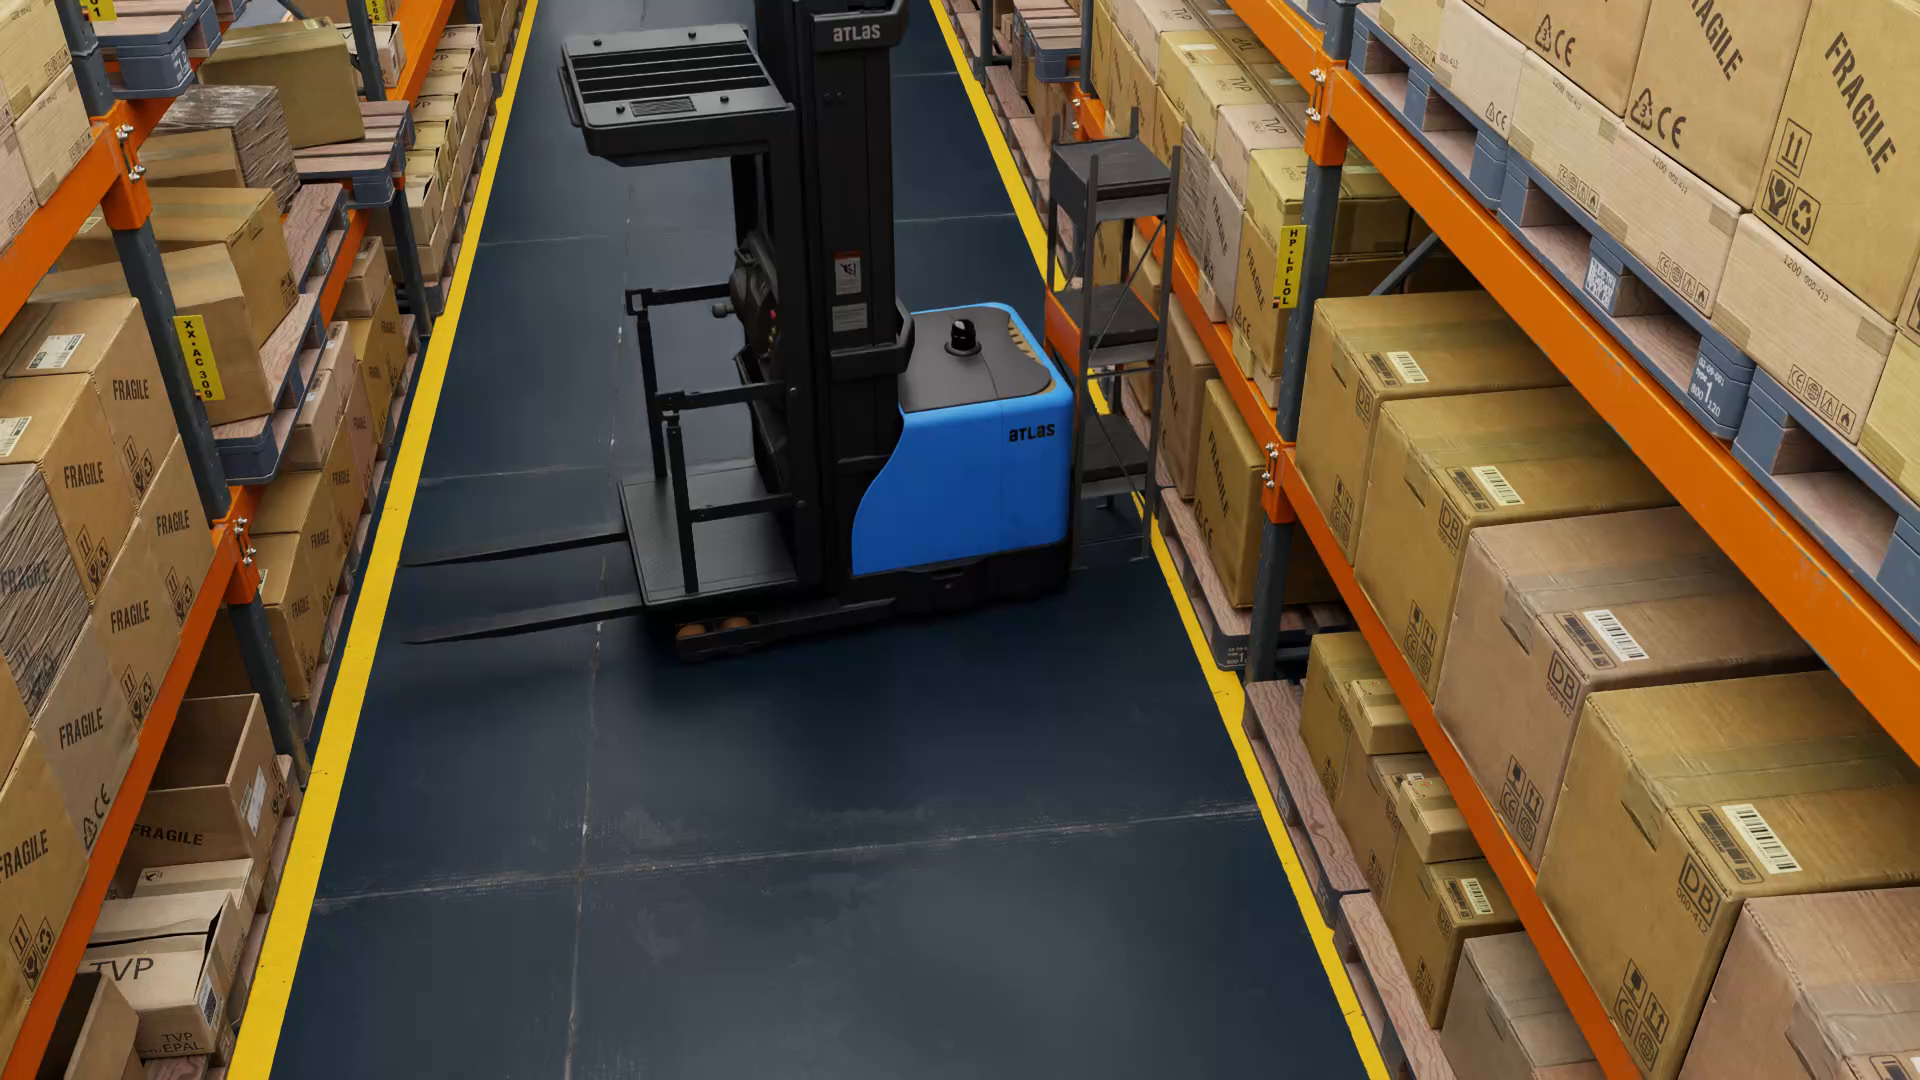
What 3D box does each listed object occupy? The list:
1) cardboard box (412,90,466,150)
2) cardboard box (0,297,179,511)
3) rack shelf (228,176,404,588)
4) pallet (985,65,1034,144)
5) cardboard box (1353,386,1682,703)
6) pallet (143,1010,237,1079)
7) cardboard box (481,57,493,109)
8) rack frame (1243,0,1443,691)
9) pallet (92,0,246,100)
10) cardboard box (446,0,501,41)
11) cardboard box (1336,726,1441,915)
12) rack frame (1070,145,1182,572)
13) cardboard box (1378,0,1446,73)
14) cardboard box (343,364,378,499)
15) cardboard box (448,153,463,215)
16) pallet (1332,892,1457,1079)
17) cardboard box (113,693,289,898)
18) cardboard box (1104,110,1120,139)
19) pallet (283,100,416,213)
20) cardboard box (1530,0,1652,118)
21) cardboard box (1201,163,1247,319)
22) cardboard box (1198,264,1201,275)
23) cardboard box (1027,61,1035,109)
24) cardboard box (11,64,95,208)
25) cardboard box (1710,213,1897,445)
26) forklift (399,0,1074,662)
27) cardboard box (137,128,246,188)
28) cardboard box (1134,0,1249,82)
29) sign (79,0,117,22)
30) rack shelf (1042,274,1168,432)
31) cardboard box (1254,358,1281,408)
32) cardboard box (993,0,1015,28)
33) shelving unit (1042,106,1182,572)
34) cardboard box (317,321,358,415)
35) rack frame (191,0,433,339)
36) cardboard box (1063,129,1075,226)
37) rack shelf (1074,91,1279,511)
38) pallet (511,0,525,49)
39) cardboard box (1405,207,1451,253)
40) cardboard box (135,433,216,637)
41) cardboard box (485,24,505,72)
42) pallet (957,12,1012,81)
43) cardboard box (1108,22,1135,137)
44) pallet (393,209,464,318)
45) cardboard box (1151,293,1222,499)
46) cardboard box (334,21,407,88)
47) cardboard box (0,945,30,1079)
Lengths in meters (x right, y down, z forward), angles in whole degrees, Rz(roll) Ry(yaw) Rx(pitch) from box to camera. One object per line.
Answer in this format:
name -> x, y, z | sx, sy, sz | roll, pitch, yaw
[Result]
cardboard box -> -3.695, -2.901, 11.415 | 0.500, 0.311, 0.500 | -5, 35, -7
cardboard box -> -2.838, -0.414, 5.217 | 0.500, 0.500, 0.500 | -4, 34, -6
rack shelf -> -3.432, -1.040, 7.752 | 1.077, 0.370, 4.000 | -4, 35, -6
pallet -> 0.776, -3.477, 13.164 | 1.003, 0.211, 1.213 | -4, 35, -6
cardboard box -> 1.895, -0.011, 5.337 | 0.980, 0.700, 0.700 | -5, 35, -8
pallet -> -2.904, 1.996, 5.133 | 1.003, 0.211, 1.213 | -4, 35, -6
cardboard box -> -3.896, -3.514, 12.811 | 0.500, 0.250, 0.500 | -5, 35, -7
rack frame -> 1.746, -0.599, 6.465 | 1.000, 3.000, 0.127 | -4, 35, -6
pallet -> -3.181, -1.753, 5.662 | 1.213, 0.211, 1.003 | -4, 35, -6
cardboard box -> -3.991, -4.316, 13.322 | 0.500, 0.500, 0.500 | -4, 35, -6
cardboard box -> 1.809, 0.966, 6.015 | 0.700, 0.500, 0.500 | -5, 35, -7
rack frame -> 0.727, -0.748, 7.482 | 0.400, 2.100, 0.015 | -9, 35, -13
cardboard box -> 1.577, -1.586, 4.921 | 0.500, 0.250, 0.500 | -4, 35, -7
cardboard box -> -3.196, -0.517, 8.175 | 0.500, 0.500, 0.500 | -6, 35, -8
cardboard box -> -3.624, -2.376, 11.141 | 0.500, 0.250, 0.500 | -5, 35, -8
pallet -> 1.938, 1.666, 5.618 | 1.003, 0.211, 1.213 | -4, 35, -6
cardboard box -> -2.805, 0.926, 6.057 | 0.500, 0.500, 0.500 | -4, 35, -6
cardboard box -> 0.999, -2.238, 9.076 | 0.380, 0.149, 0.250 | -3, 34, -5
pallet -> -3.540, -2.002, 8.694 | 1.213, 0.211, 1.003 | -4, 35, -6
cardboard box -> 1.711, -1.321, 3.866 | 0.500, 0.500, 0.500 | -4, 34, -6
cardboard box -> 1.355, -1.294, 7.114 | 0.500, 0.500, 0.500 | -4, 34, -6
cardboard box -> 1.311, -1.242, 7.614 | 0.380, 0.149, 0.250 | -4, 35, -6
cardboard box -> 0.904, -3.518, 12.578 | 0.700, 0.500, 0.500 | -5, 35, -7
cardboard box -> -2.834, -1.148, 4.741 | 0.500, 0.250, 0.500 | -4, 35, -6
cardboard box -> 1.851, -0.438, 3.237 | 0.500, 0.250, 0.500 | -6, 35, -8
forklift -> -1.058, -0.999, 7.113 | 3.031, 2.935, 1.130 | -9, 35, -13
cardboard box -> -3.461, -1.418, 7.205 | 0.700, 0.500, 0.500 | -13, 36, -18
cardboard box -> 1.157, -2.462, 8.163 | 0.500, 0.250, 0.500 | -4, 34, -6
sign -> -2.626, -1.720, 4.988 | 0.100, 0.325, 0.005 | -4, 35, -6
rack shelf -> 0.660, -0.868, 7.684 | 0.431, 0.518, 0.480 | -9, 35, -13
cardboard box -> 1.420, -0.671, 6.776 | 0.380, 0.149, 0.250 | -4, 34, -6
cardboard box -> 0.490, -4.788, 14.442 | 0.500, 0.500, 0.500 | -7, 35, -10
shelving unit -> 0.660, -0.880, 7.676 | 0.431, 2.100, 0.503 | -9, 35, -13
cardboard box -> -3.189, -0.807, 7.933 | 0.500, 0.250, 0.500 | -5, 35, -7
rack frame -> -3.701, -2.454, 9.187 | 1.000, 3.000, 0.127 | -4, 35, -6
cardboard box -> 1.059, -2.378, 10.905 | 0.700, 0.500, 0.500 | -4, 34, -6
rack shelf -> 1.477, -1.418, 8.306 | 1.077, 0.370, 4.000 | -4, 35, -6
pallet -> -4.471, -4.663, 14.905 | 1.003, 0.211, 1.213 | -4, 35, -6
cardboard box -> 1.942, -1.358, 6.542 | 0.500, 0.250, 0.500 | -3, 34, -5
cardboard box -> -2.841, -0.003, 5.503 | 0.500, 0.500, 0.500 | -4, 34, -6
cardboard box -> -4.001, -4.005, 13.532 | 0.500, 0.250, 0.500 | -4, 35, -6
pallet -> 0.544, -4.283, 14.347 | 1.003, 0.211, 1.213 | -4, 35, -6
cardboard box -> 1.080, -2.420, 8.767 | 0.500, 0.500, 0.500 | -3, 34, -5
pallet -> -3.773, -1.764, 10.651 | 1.003, 0.211, 1.213 | -4, 35, -6
cardboard box -> 1.407, -0.733, 8.198 | 0.750, 0.750, 0.750 | -3, 34, -5
cardboard box -> -3.629, -2.931, 9.966 | 0.500, 0.311, 0.500 | -5, 35, -7
cardboard box -> -2.562, 1.134, 3.834 | 0.500, 0.500, 0.500 | -4, 35, -7
